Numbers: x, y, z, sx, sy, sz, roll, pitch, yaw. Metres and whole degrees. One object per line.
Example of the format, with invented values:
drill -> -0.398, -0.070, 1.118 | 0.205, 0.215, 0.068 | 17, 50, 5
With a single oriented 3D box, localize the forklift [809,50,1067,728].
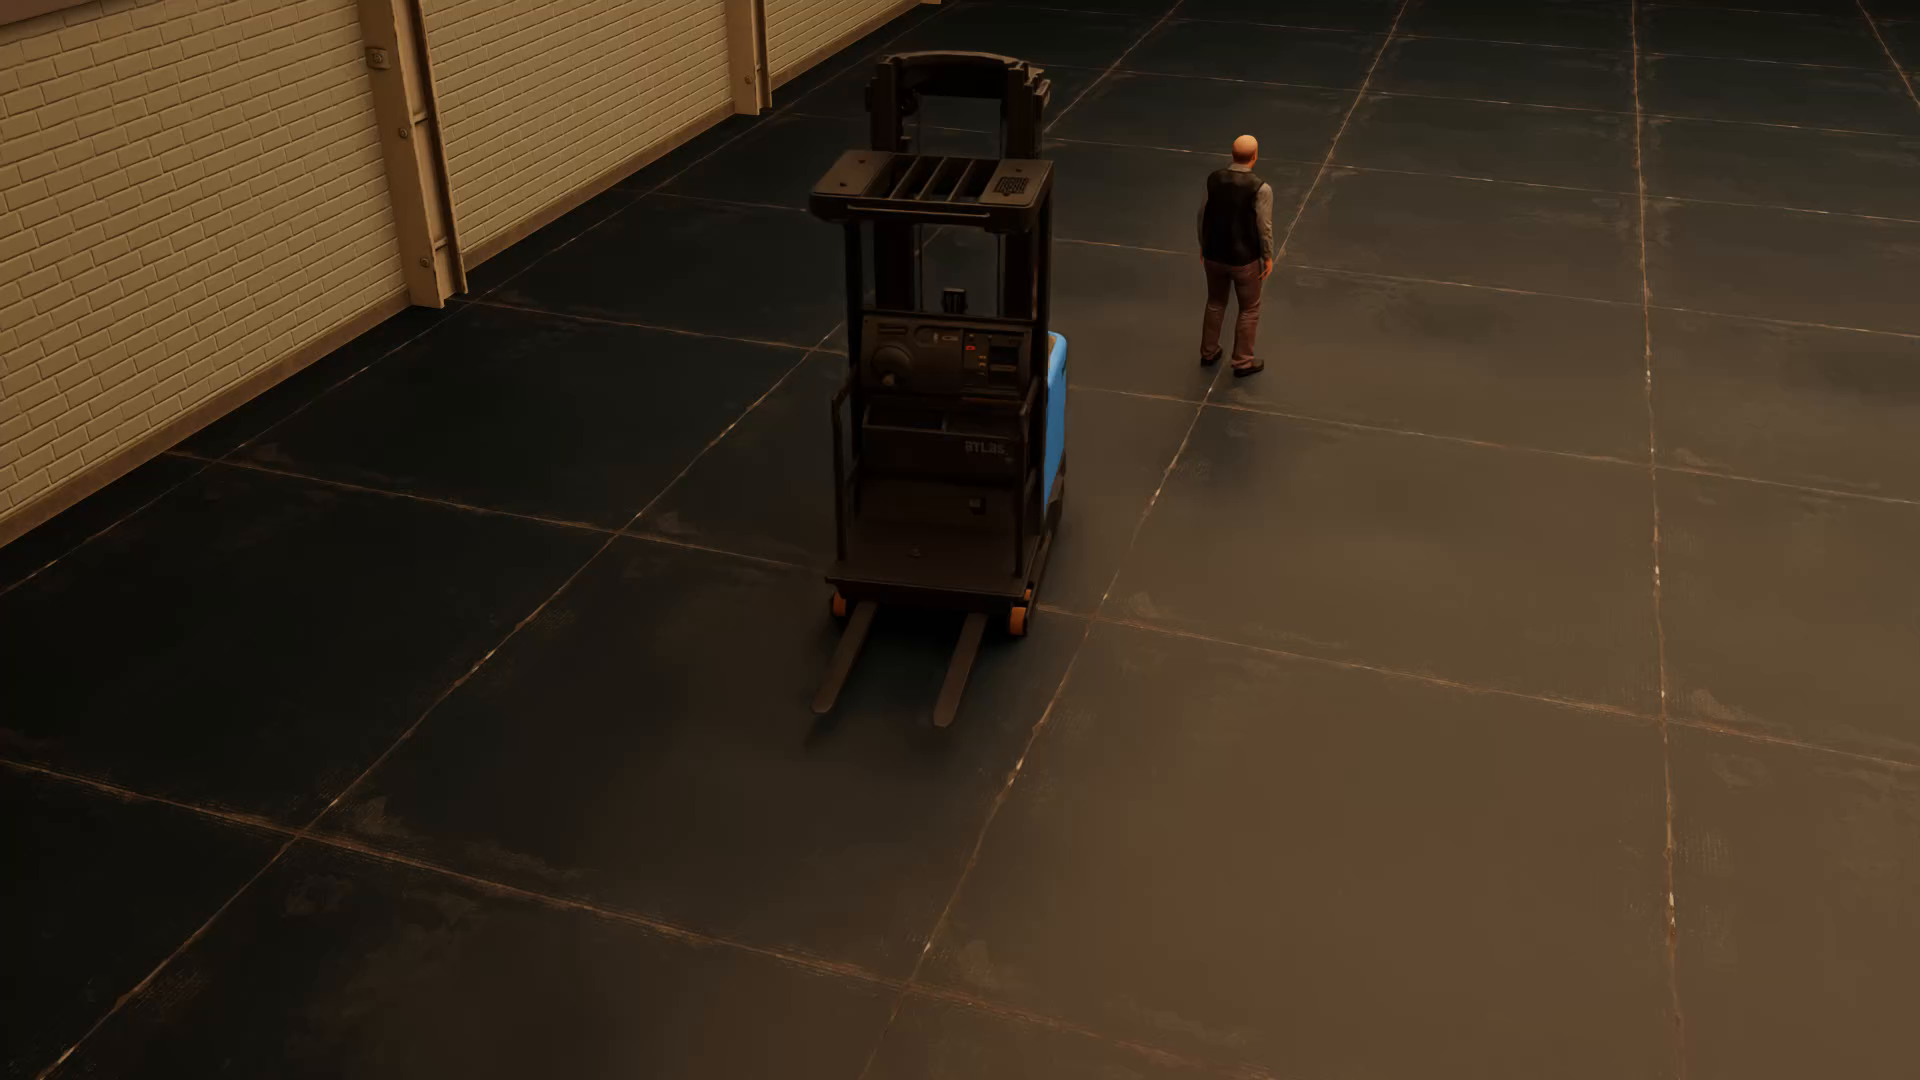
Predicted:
forklift -> -0.114, -0.940, 8.786 | 1.130, 2.935, 3.031 | 5, 30, 9

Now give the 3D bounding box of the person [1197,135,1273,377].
person -> 1.965, -2.035, 11.933 | 0.583, 1.721, 0.433 | 21, 36, 32
